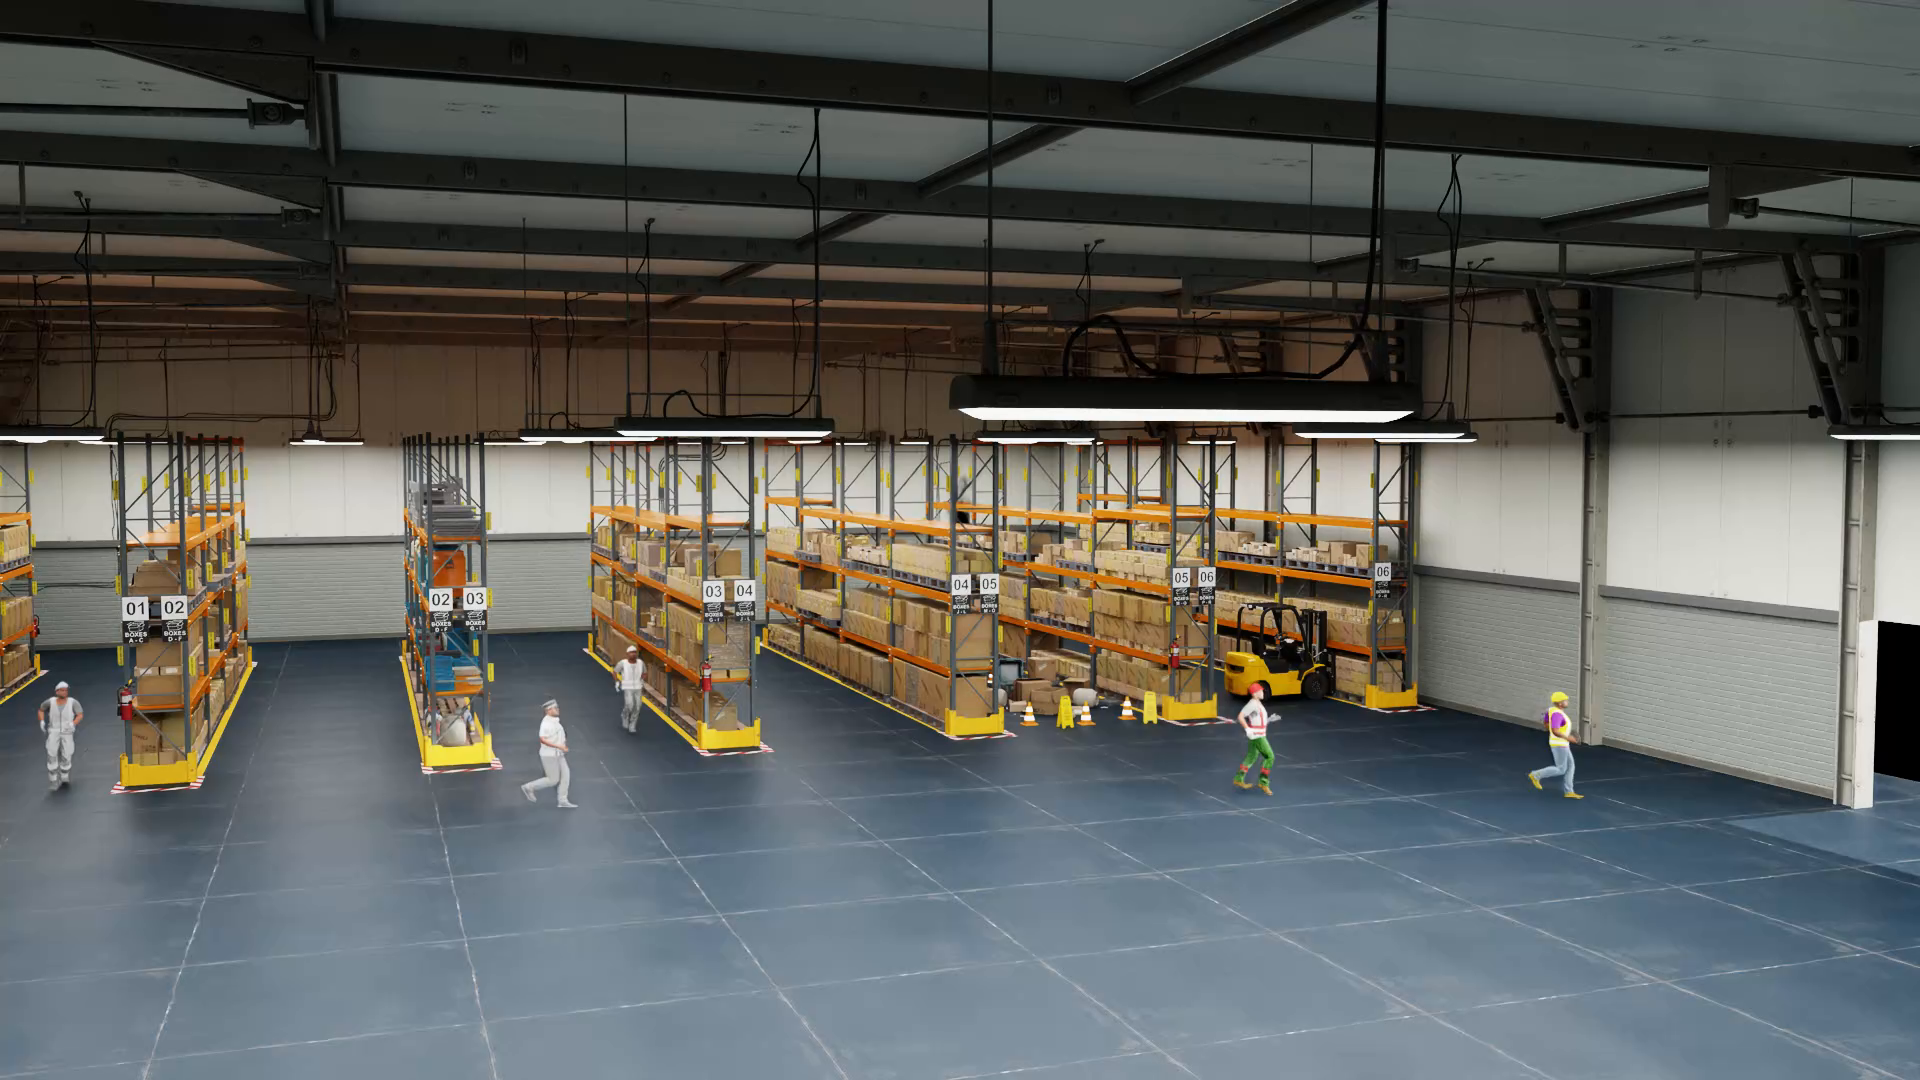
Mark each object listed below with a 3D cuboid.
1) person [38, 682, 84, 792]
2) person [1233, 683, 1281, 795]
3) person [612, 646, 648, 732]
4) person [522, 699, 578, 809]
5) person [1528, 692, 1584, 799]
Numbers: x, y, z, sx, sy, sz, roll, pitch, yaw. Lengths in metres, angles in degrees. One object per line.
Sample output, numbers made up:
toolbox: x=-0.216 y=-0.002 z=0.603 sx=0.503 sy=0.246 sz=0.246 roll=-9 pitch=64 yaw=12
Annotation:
person: x=-15.131 y=3.287 z=28.005 sx=0.668 sy=1.811 sz=0.700 roll=-2 pitch=4 yaw=-29
person: x=4.923 y=3.298 z=27.560 sx=0.767 sy=1.846 sz=0.643 roll=1 pitch=3 yaw=12
person: x=-6.567 y=2.997 z=33.353 sx=0.675 sy=1.739 sz=0.596 roll=-2 pitch=4 yaw=-29
person: x=-6.471 y=3.393 z=26.338 sx=0.818 sy=1.769 sz=0.664 roll=0 pitch=3 yaw=0
person: x=9.752 y=3.351 z=27.168 sx=0.868 sy=1.751 sz=0.697 roll=1 pitch=3 yaw=18
